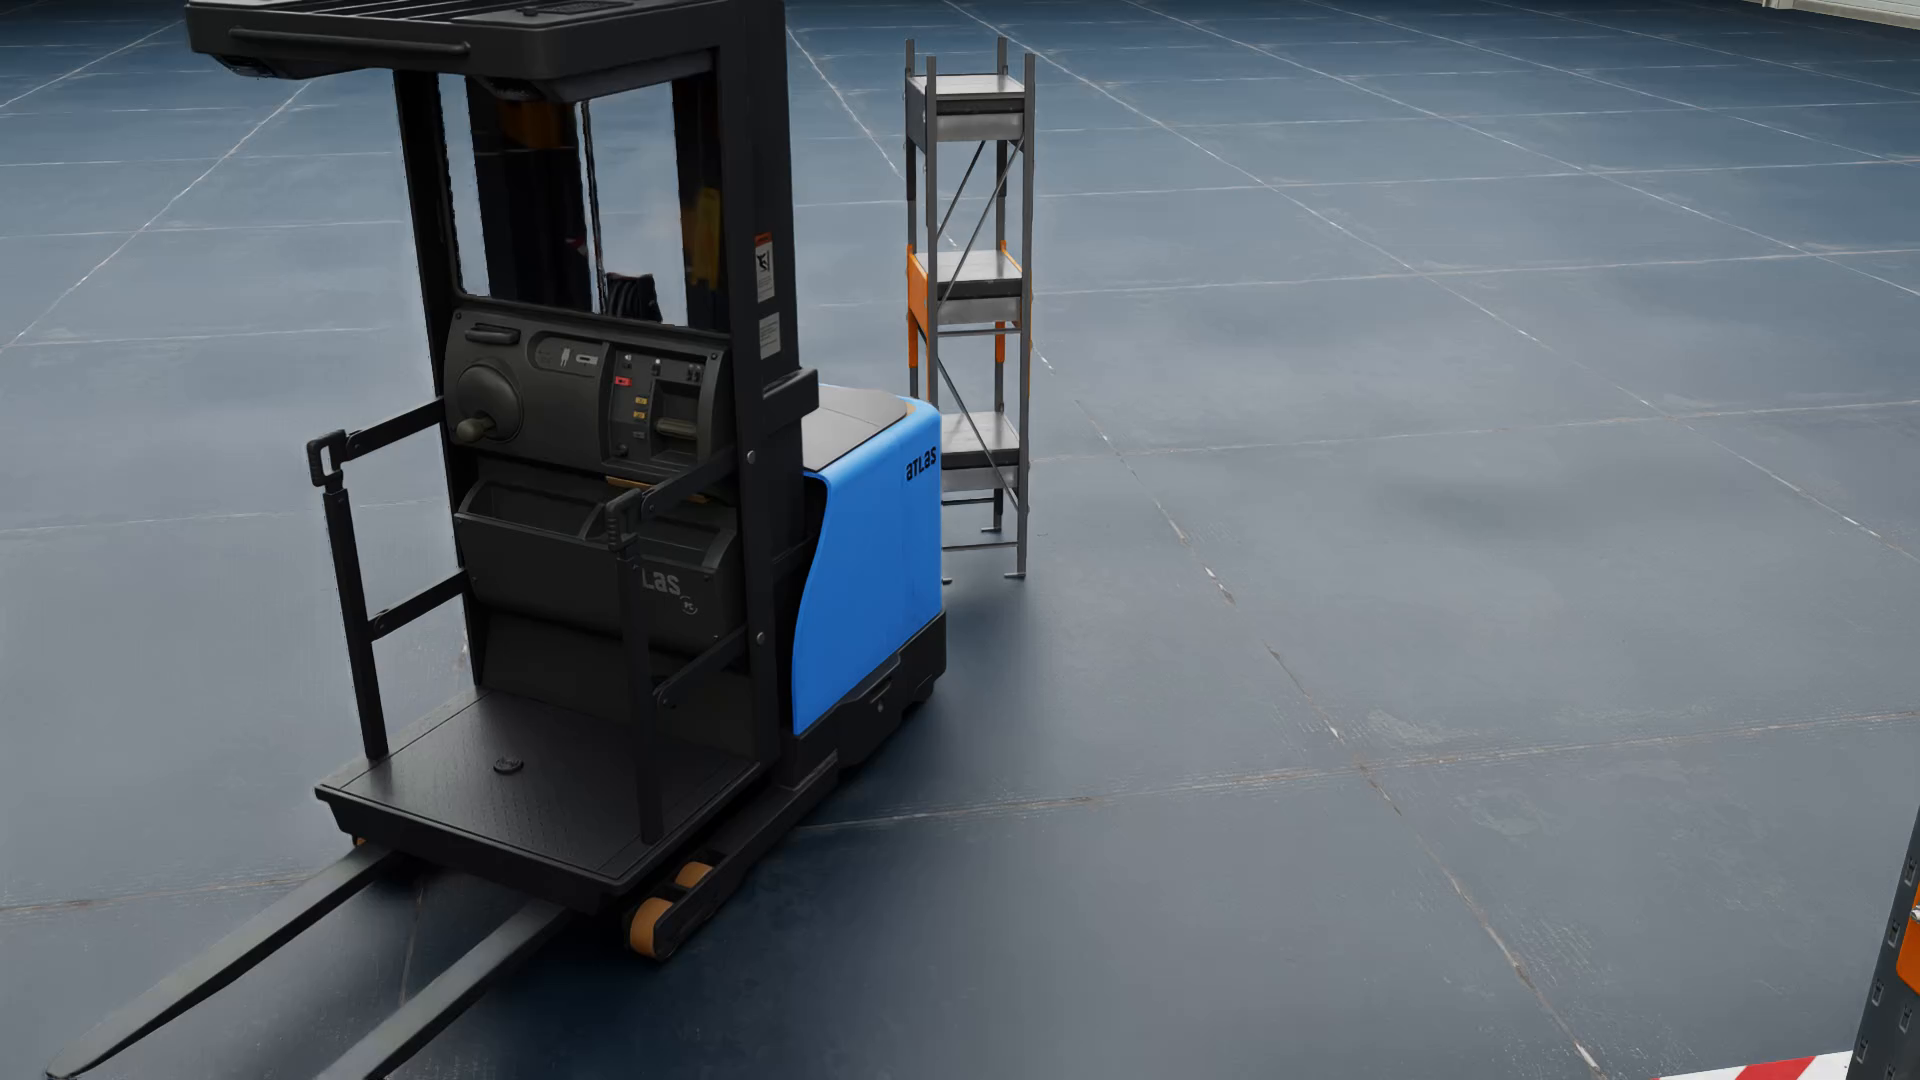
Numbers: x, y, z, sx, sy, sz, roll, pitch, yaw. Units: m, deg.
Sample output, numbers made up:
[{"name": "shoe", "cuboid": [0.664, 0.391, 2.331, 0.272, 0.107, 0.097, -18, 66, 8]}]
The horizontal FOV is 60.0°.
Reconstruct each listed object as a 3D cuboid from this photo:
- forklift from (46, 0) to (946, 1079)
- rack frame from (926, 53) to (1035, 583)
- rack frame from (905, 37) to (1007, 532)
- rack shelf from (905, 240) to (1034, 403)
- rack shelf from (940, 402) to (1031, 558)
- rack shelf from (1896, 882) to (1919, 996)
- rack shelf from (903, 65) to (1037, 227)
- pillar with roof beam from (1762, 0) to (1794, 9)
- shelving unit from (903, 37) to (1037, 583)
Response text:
[{"name": "forklift", "cuboid": [-1.156, -0.386, 4.472, 1.130, 2.935, 3.031, 11, 26, 24]}, {"name": "rack frame", "cuboid": [0.076, -0.801, 6.461, 0.400, 2.100, 0.015, -4, 24, -10]}, {"name": "rack frame", "cuboid": [-0.015, -0.993, 6.900, 0.400, 2.100, 0.015, -4, 24, -10]}, {"name": "rack shelf", "cuboid": [0.031, -0.885, 6.686, 0.431, 0.518, 0.480, -4, 24, -10]}, {"name": "rack shelf", "cuboid": [0.031, -0.243, 6.966, 0.431, 0.518, 0.480, -4, 24, -10]}, {"name": "rack shelf", "cuboid": [2.586, 1.373, 1.258, 1.077, 0.370, 4.000, -4, 24, -10]}, {"name": "rack shelf", "cuboid": [0.031, -1.526, 6.406, 0.431, 0.518, 0.480, -4, 24, -10]}, {"name": "pillar with roof beam", "cuboid": [9.130, -12.503, 24.634, 9.100, 9.000, 0.400, -4, 24, -10]}, {"name": "shelving unit", "cuboid": [0.031, -0.897, 6.681, 0.431, 2.100, 0.503, -4, 24, -10]}]
